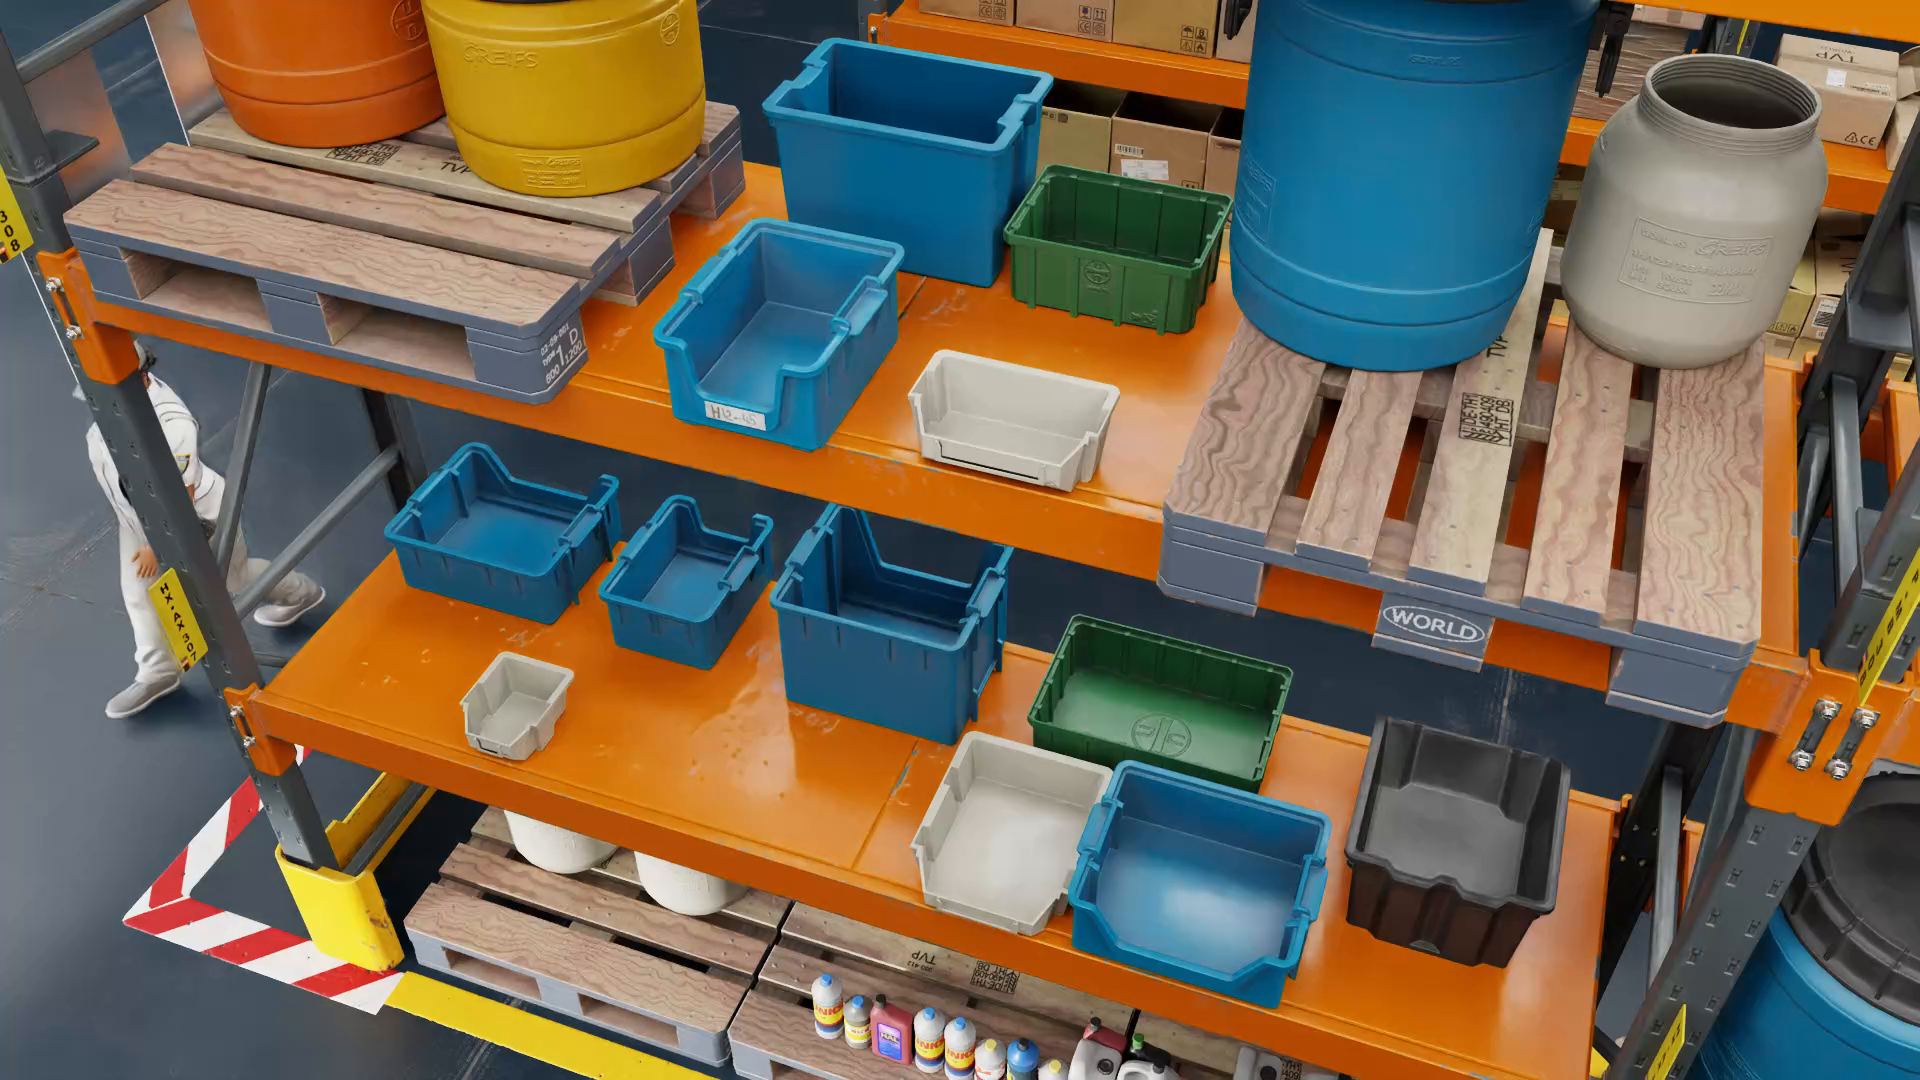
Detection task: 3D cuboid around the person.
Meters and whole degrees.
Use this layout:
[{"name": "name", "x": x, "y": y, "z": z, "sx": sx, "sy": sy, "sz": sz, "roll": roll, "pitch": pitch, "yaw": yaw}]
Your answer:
[{"name": "person", "x": -3.006, "y": -0.096, "z": 6.272, "sx": 0.556, "sy": 1.609, "sz": 0.945, "roll": 26, "pitch": 48, "yaw": 27}]
